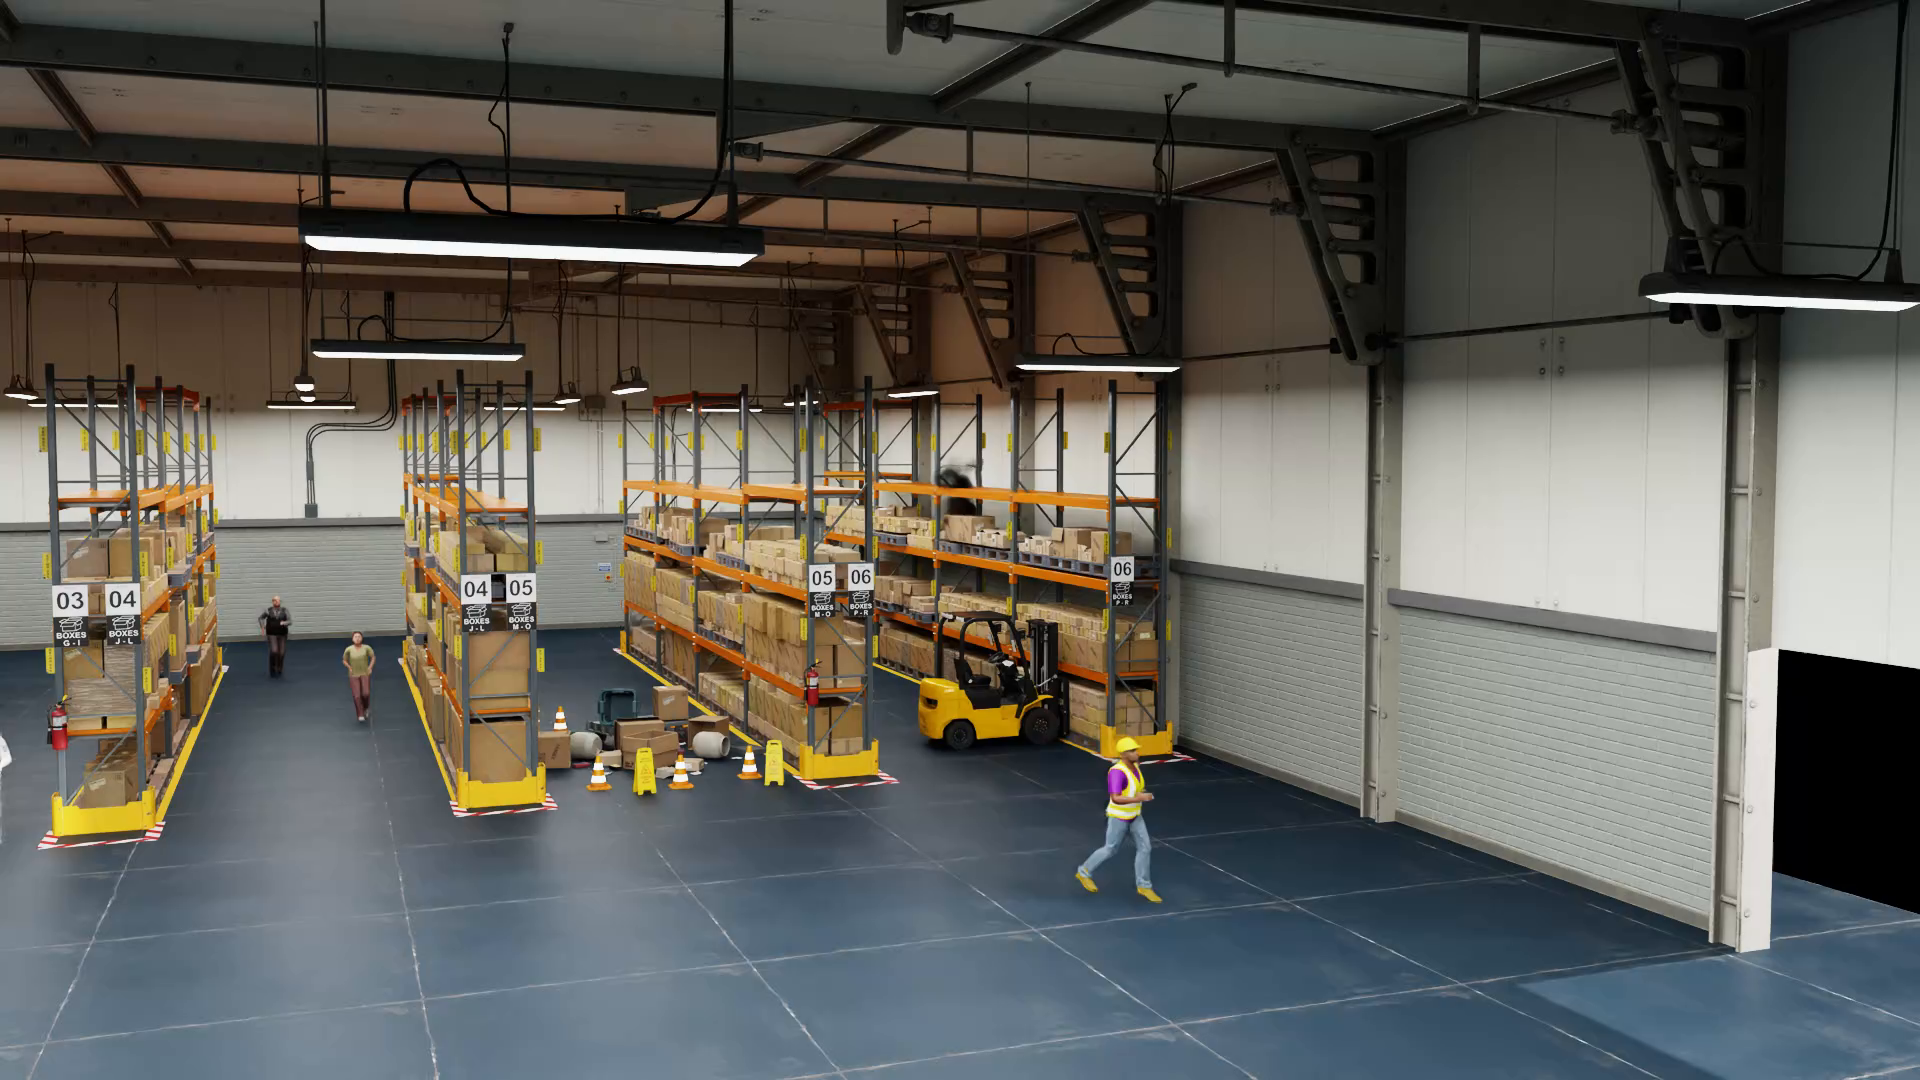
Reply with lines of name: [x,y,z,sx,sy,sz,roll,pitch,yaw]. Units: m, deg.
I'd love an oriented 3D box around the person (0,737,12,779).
person: [-11.963,2.978,20.369,0.615,1.723,0.783,-2,4,-31]

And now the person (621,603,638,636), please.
person: [-8.094,1.806,41.025,0.603,1.621,0.588,0,3,0]

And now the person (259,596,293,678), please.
person: [-14.600,2.072,35.541,0.635,1.740,0.719,-2,4,-33]

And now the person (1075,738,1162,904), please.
person: [1.763,3.050,18.242,0.948,1.801,0.712,2,4,34]

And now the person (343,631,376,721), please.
person: [-10.755,2.440,29.772,0.556,1.626,0.520,-1,4,-19]
